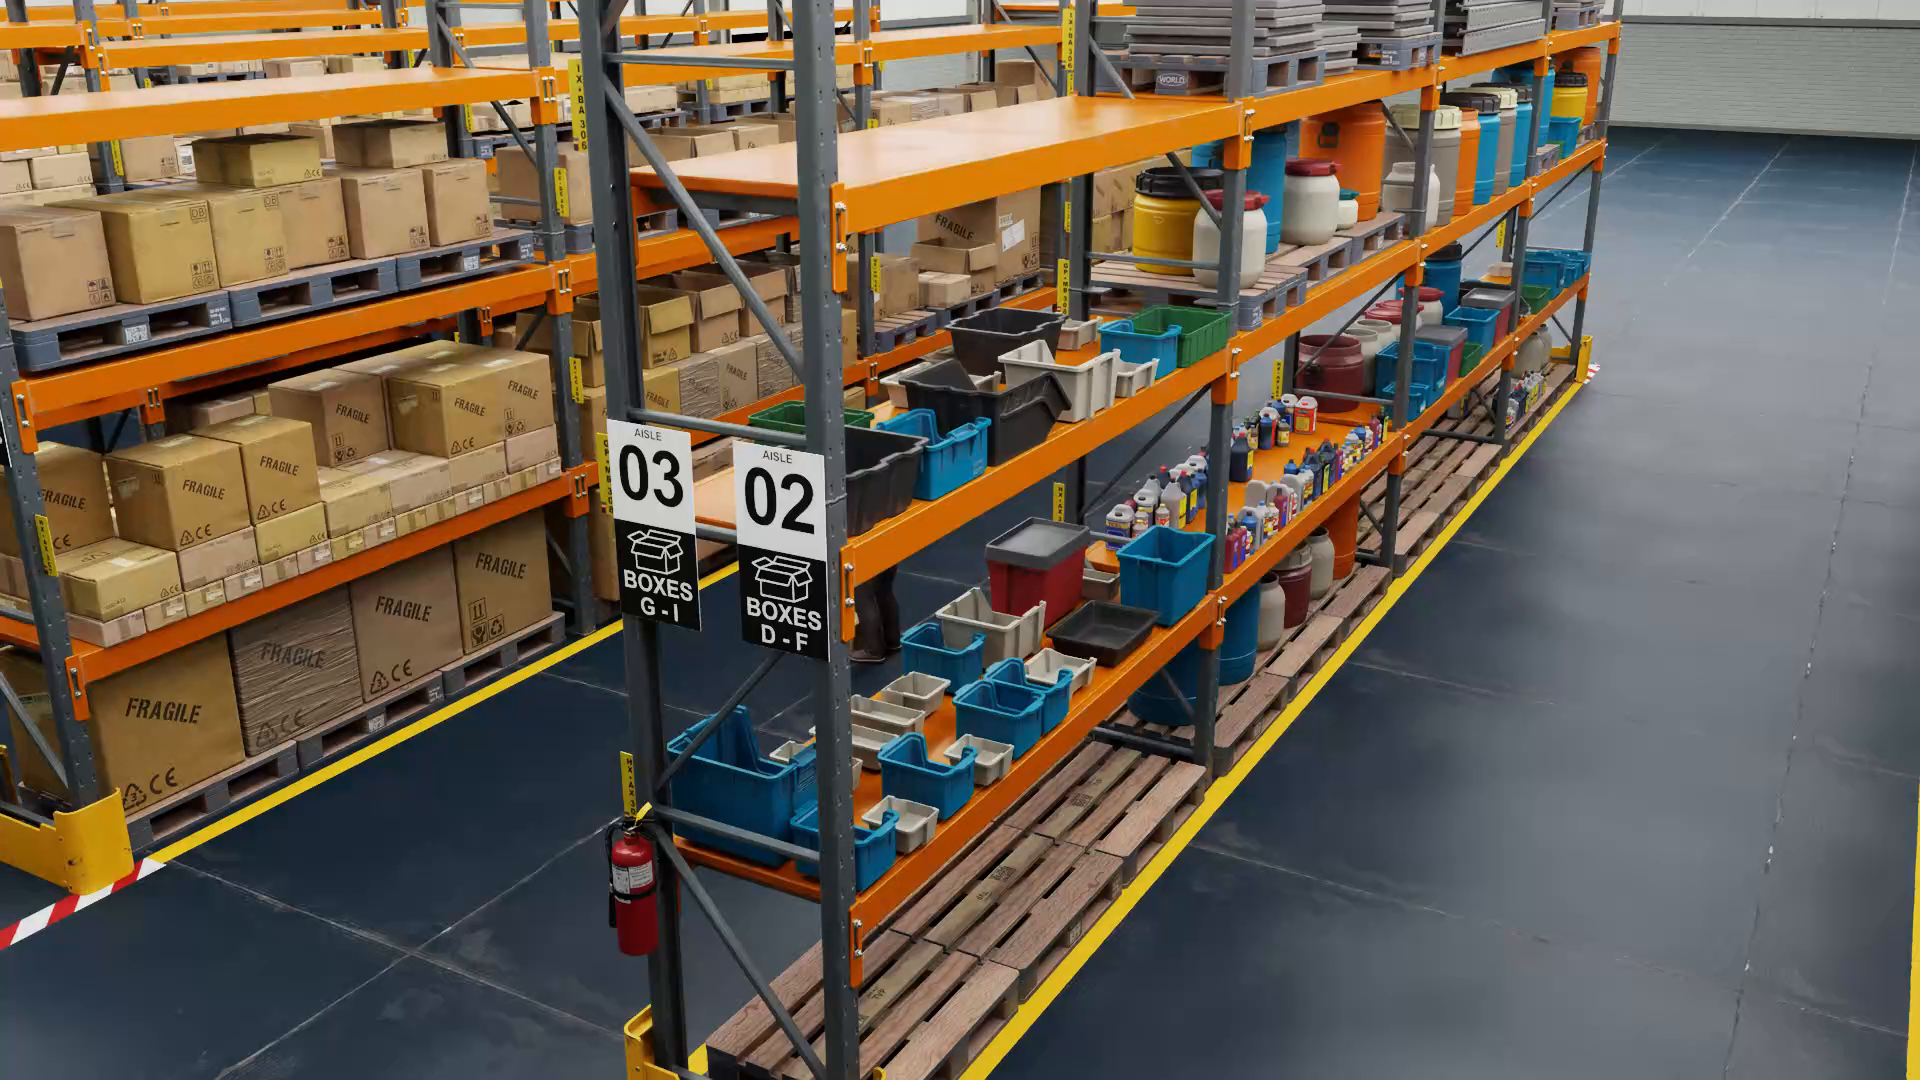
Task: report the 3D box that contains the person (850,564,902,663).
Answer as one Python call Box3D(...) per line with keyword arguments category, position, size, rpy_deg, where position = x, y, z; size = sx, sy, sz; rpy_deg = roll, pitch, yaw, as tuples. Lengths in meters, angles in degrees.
Box3D(category="person", position=(-0.616, 0.065, 11.895), size=(0.352, 1.654, 0.530), rpy_deg=(9, 22, 24))
